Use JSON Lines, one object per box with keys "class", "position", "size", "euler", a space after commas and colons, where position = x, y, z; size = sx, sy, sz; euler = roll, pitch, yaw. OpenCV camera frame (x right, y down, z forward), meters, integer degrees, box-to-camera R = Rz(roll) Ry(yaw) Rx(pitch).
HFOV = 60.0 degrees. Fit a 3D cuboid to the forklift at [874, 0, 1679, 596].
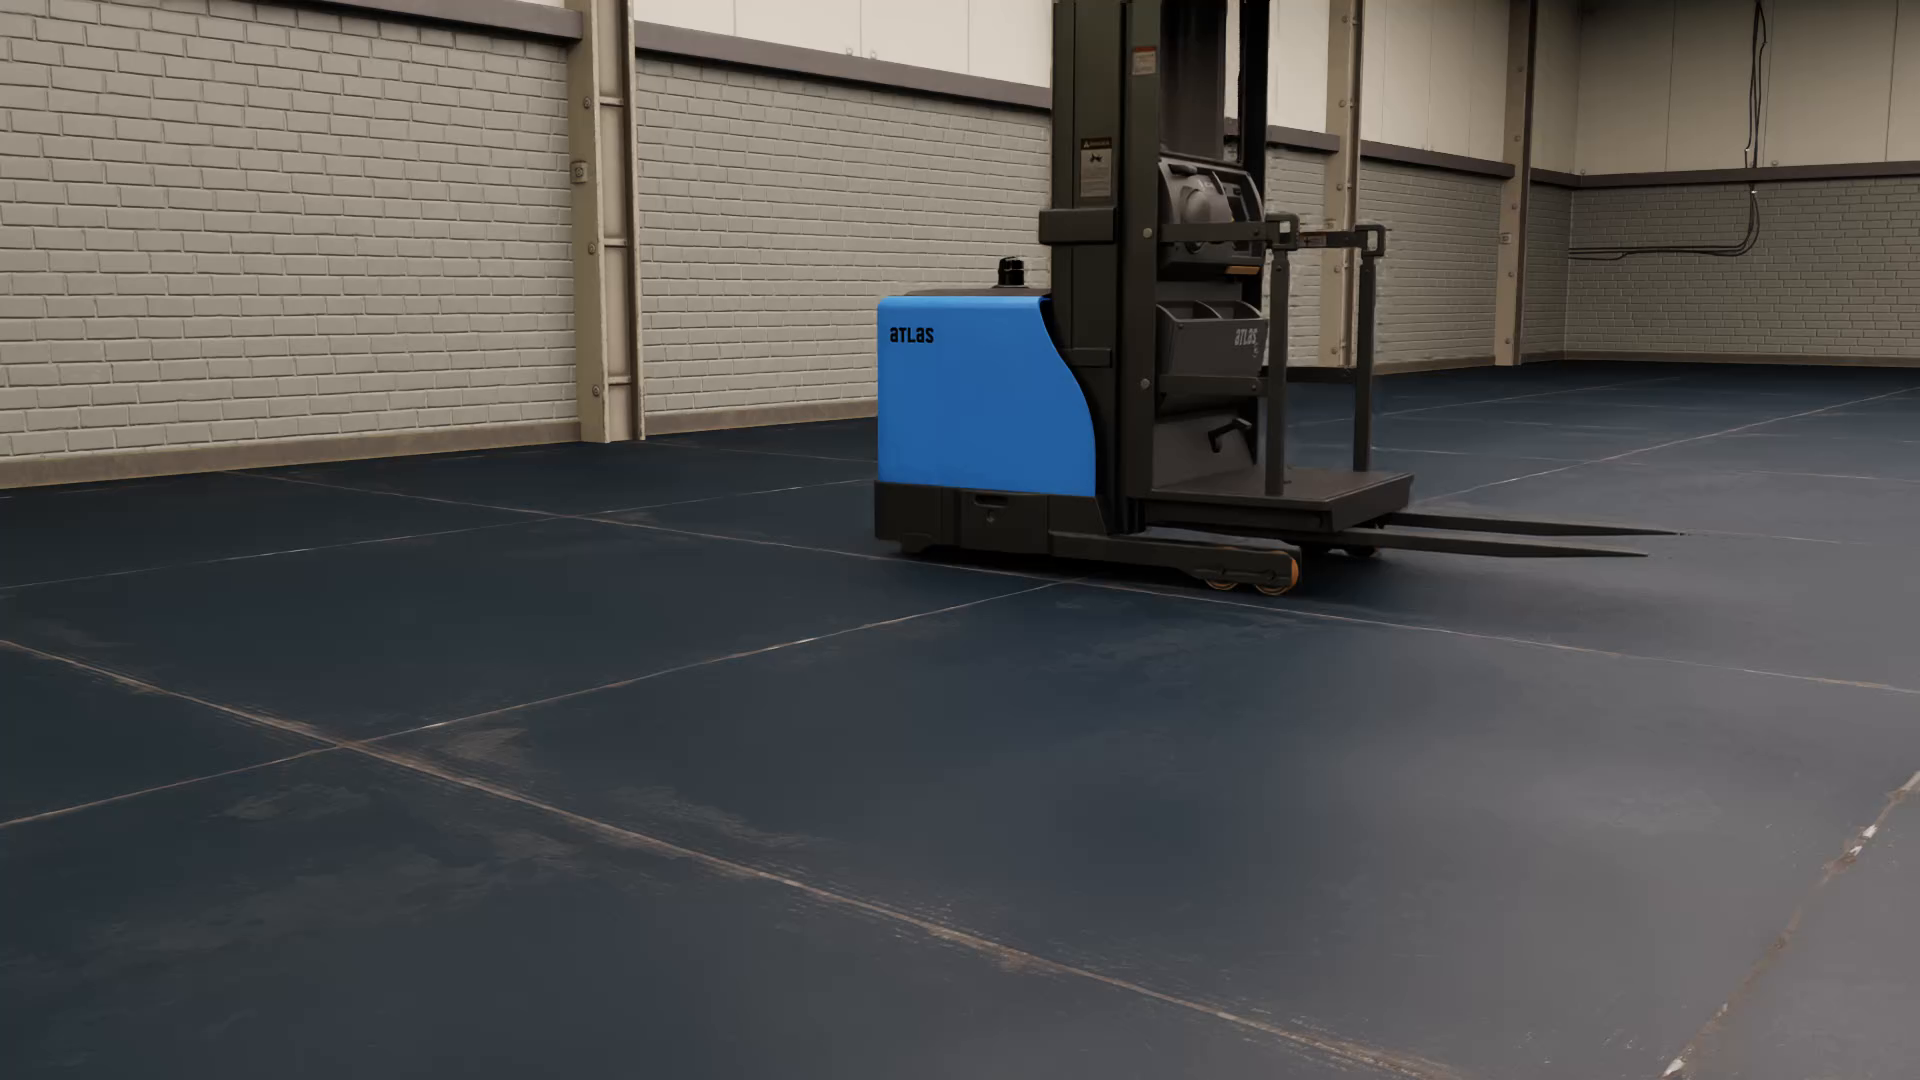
{"class": "forklift", "position": [1.168, -1.336, 6.411], "size": [3.031, 2.935, 1.130], "euler": [5, 10, 31]}
